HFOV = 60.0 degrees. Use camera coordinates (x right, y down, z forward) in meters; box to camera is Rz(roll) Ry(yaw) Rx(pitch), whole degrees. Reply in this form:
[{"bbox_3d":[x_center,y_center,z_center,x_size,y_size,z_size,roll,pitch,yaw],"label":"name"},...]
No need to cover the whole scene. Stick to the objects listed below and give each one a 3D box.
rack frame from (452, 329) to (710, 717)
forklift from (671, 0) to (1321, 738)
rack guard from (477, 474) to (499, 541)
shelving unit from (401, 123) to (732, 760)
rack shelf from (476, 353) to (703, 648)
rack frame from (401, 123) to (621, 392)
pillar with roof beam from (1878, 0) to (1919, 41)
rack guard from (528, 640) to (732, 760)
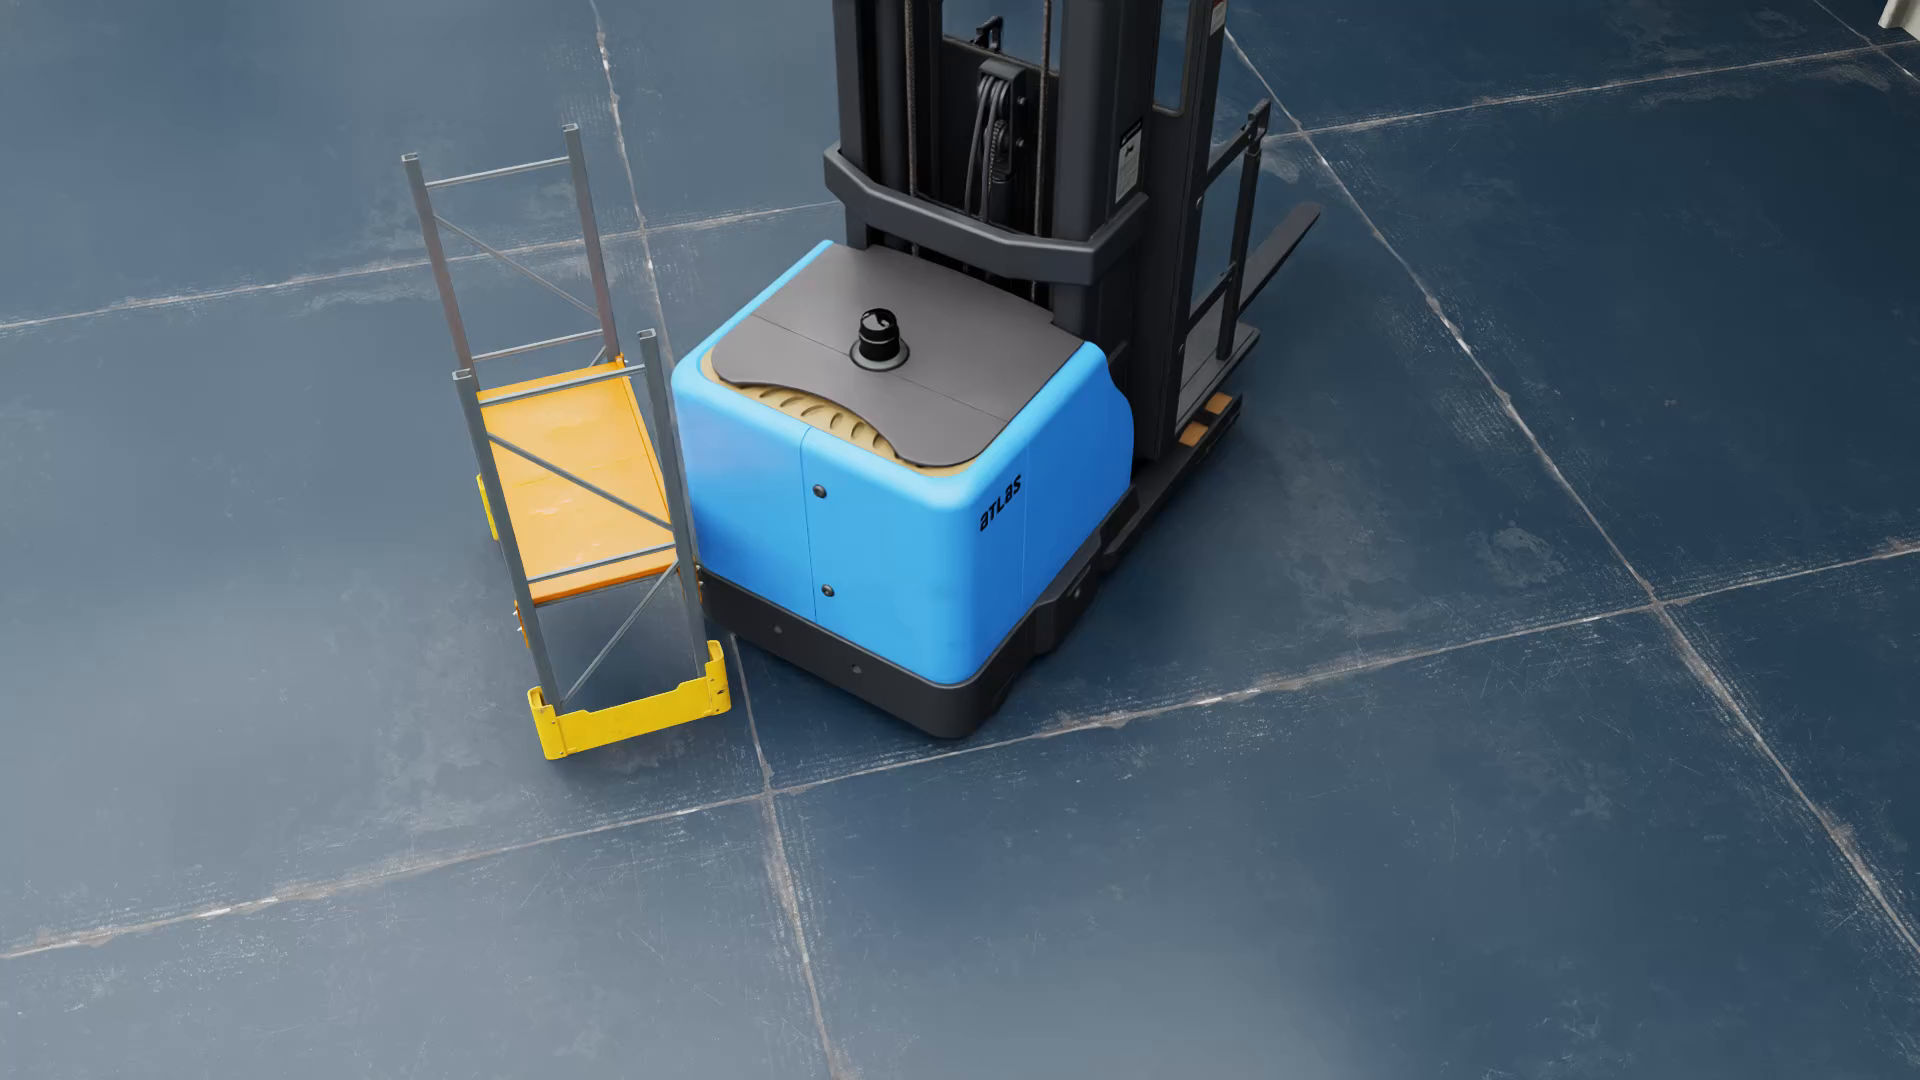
[{"bbox_3d":[-0.997,0.066,4.636,0.500,1.500,0.032,-15,47,-14],"label":"rack frame"},{"bbox_3d":[0.375,-1.455,5.124,1.130,2.935,3.031,25,50,22],"label":"forklift"},{"bbox_3d":[-1.345,-0.178,5.750,0.587,0.250,0.087,-15,47,-14],"label":"rack guard"},{"bbox_3d":[-1.175,-0.282,4.976,0.587,1.500,1.083,-15,47,-14],"label":"shelving unit"},{"bbox_3d":[-1.171,-0.150,5.098,0.538,0.185,1.000,-15,47,-14],"label":"rack shelf"},{"bbox_3d":[-1.346,-0.617,5.304,0.500,1.500,0.032,-15,47,-14],"label":"rack frame"},{"bbox_3d":[0.600,-4.826,4.179,9.100,9.000,0.400,-11,47,-10],"label":"pillar with roof beam"},{"bbox_3d":[-1.004,0.490,5.095,0.587,0.250,0.087,-15,47,-14],"label":"rack guard"}]
